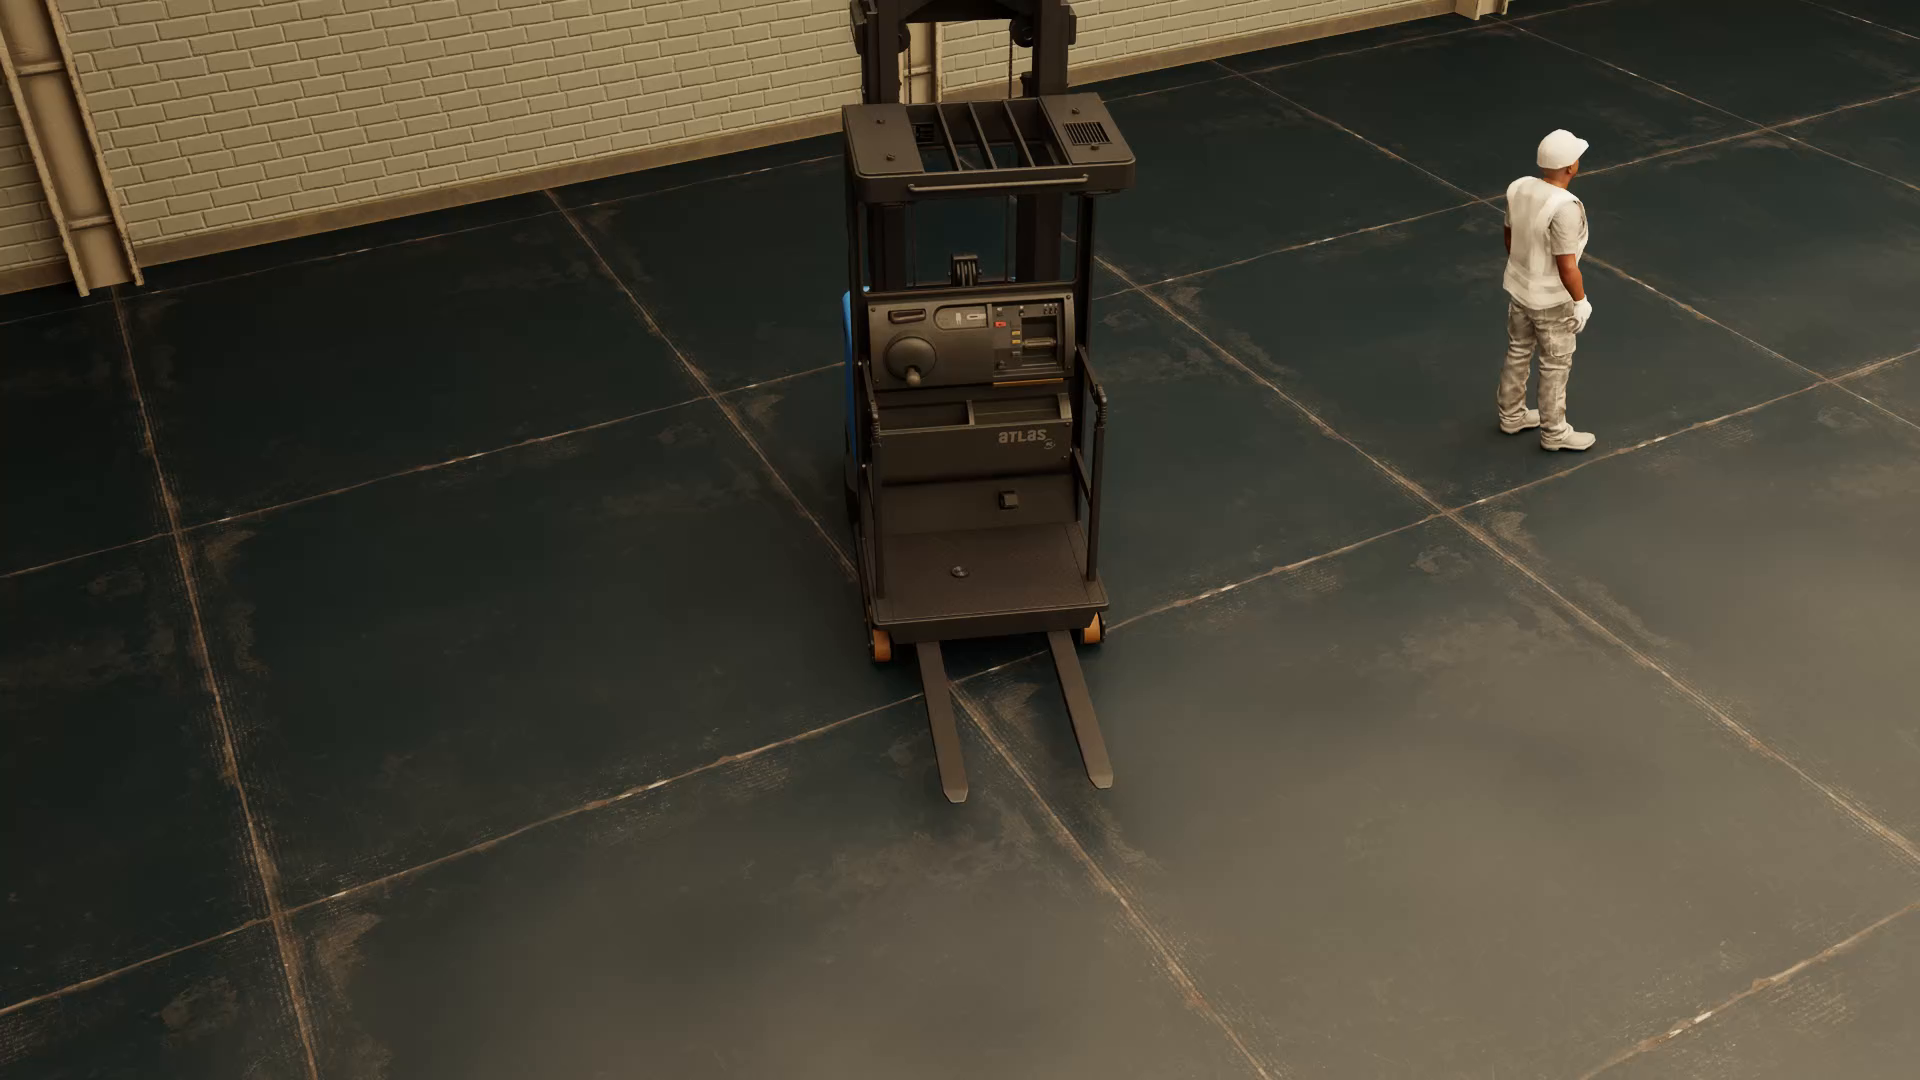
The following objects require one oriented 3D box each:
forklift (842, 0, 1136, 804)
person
[{"bbox_3d":[0.086,-0.837,7.307,1.130,2.935,3.031,-5,36,-6],"label":"forklift"},{"bbox_3d":[3.232,-1.368,9.041,0.575,1.784,0.656,-10,37,-14],"label":"person"}]
